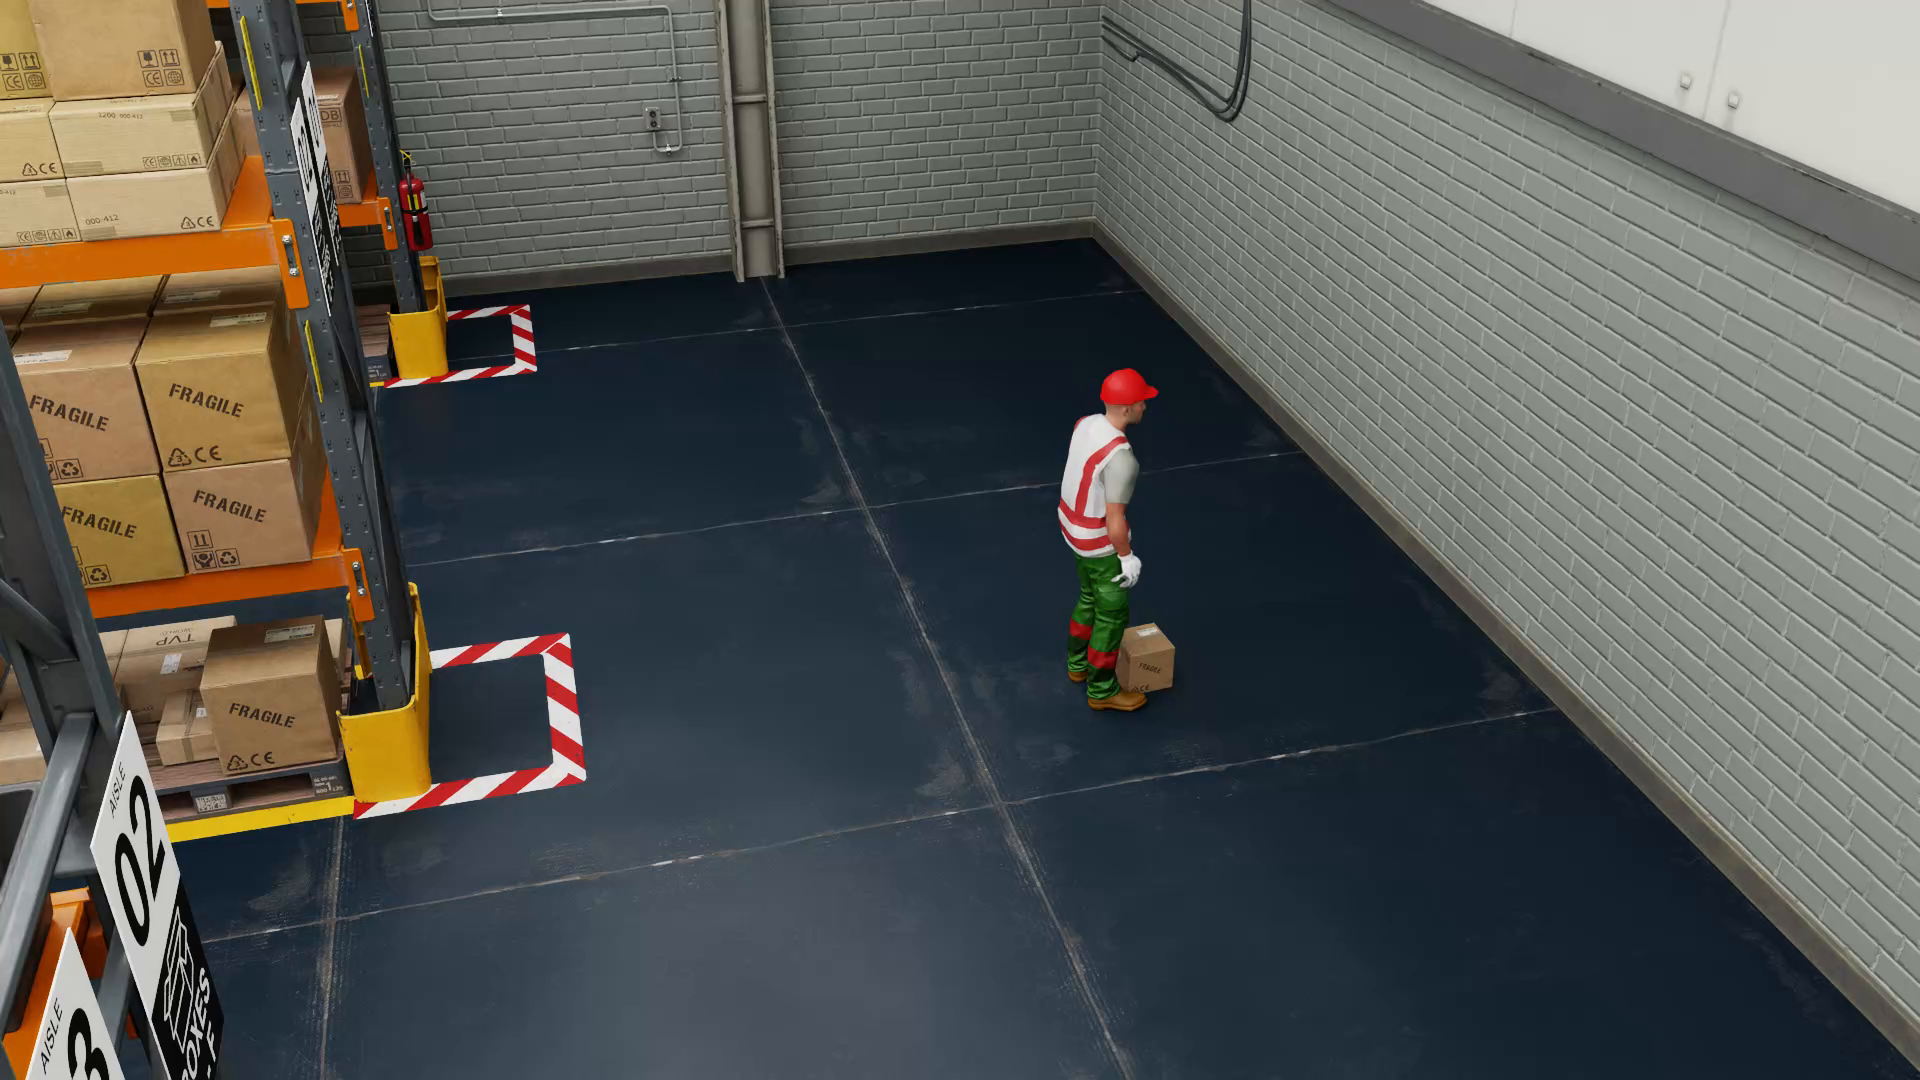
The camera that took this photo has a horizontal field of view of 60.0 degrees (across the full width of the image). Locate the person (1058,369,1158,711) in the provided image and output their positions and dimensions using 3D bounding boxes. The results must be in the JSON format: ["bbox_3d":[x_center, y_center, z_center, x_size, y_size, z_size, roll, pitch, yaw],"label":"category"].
[{"bbox_3d":[0.729,-0.008,8.241,0.449,1.780,0.603,-8,31,-13],"label":"person"}]
